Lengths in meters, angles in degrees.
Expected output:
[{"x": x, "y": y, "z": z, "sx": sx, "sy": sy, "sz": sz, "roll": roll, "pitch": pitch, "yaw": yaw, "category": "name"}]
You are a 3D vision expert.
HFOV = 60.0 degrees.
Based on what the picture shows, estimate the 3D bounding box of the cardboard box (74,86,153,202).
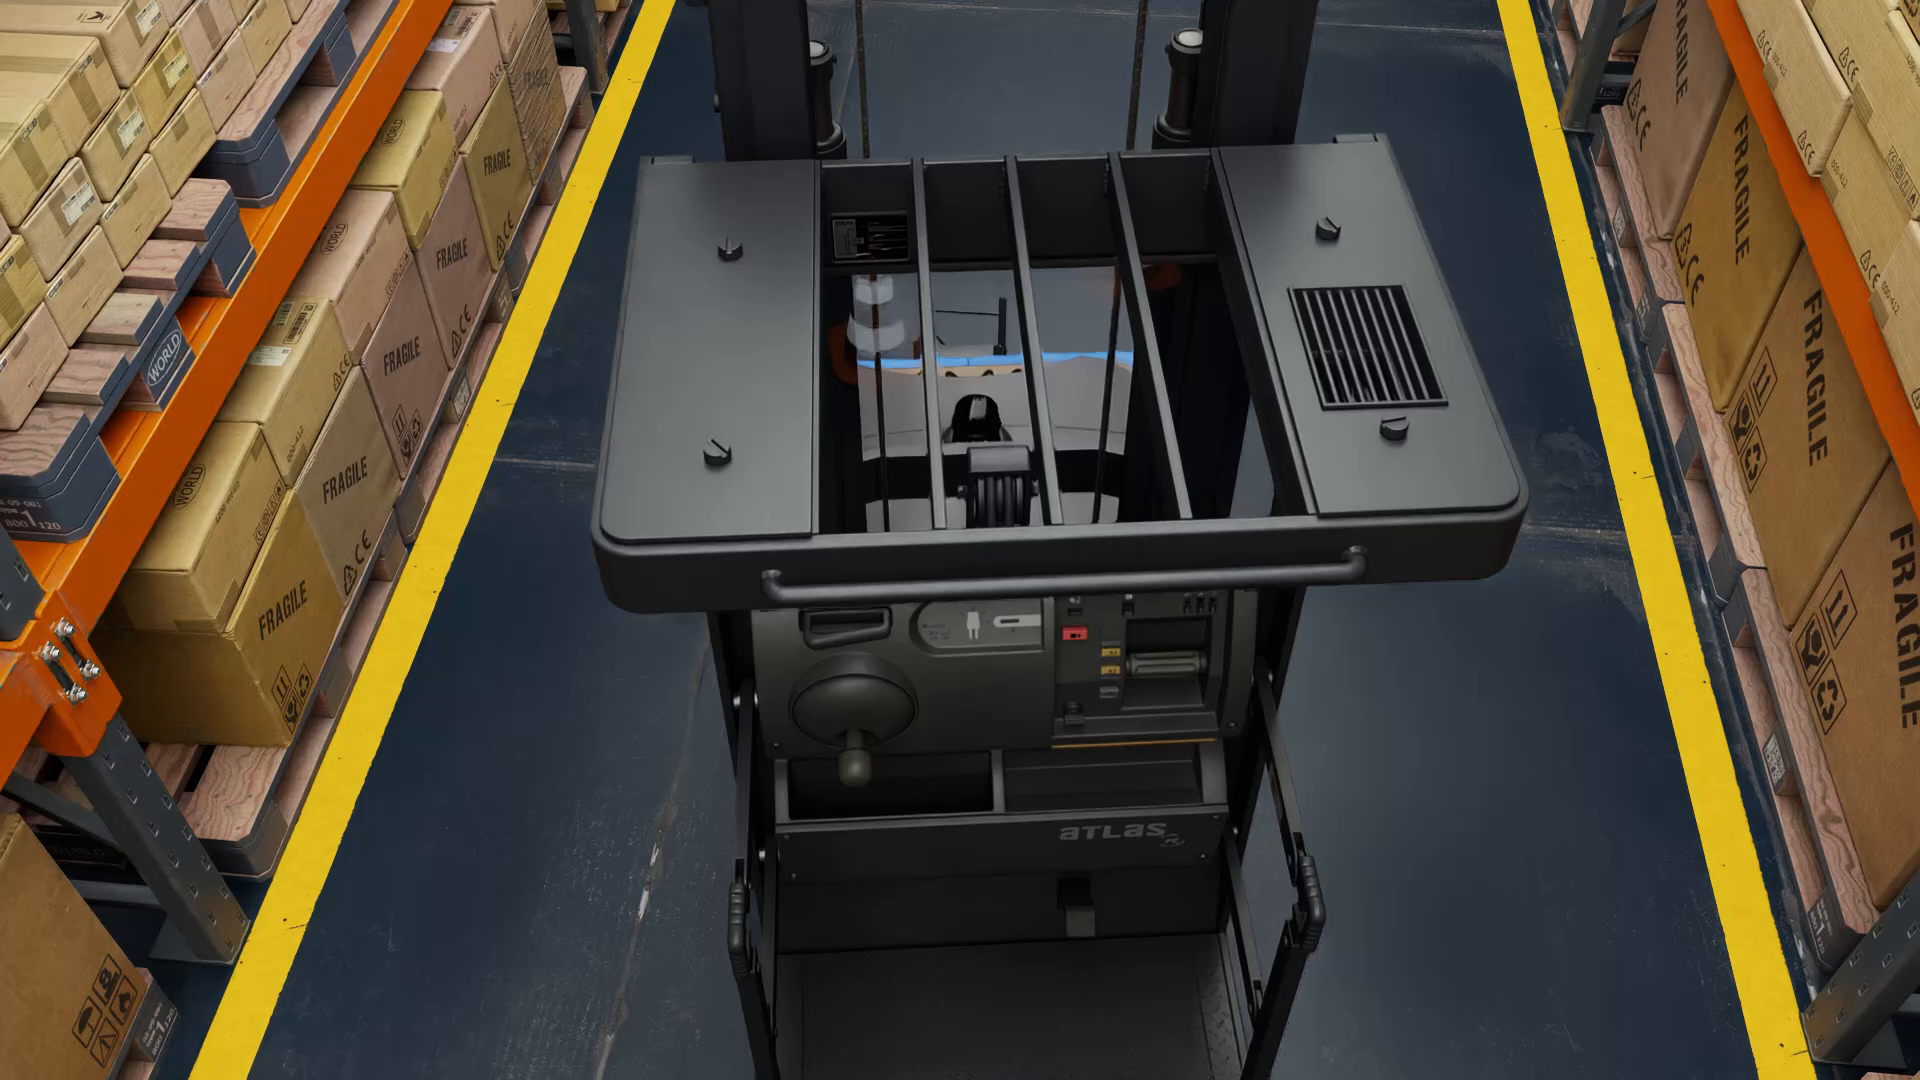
[{"x": -2.060, "y": -0.895, "z": 3.720, "sx": 0.380, "sy": 0.149, "sz": 0.250, "roll": 3, "pitch": 48, "yaw": 2, "category": "cardboard box"}]

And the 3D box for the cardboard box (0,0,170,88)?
[{"x": -2.040, "y": -1.157, "z": 3.758, "sx": 0.380, "sy": 0.149, "sz": 0.250, "roll": 2, "pitch": 48, "yaw": 2, "category": "cardboard box"}]

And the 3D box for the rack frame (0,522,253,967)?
[{"x": -2.348, "y": -0.001, "z": 3.218, "sx": 1.000, "sy": 3.000, "sz": 0.127, "roll": 4, "pitch": 48, "yaw": 4, "category": "rack frame"}]

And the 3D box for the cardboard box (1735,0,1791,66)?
[{"x": 2.544, "y": -1.569, "z": 4.754, "sx": 0.500, "sy": 0.250, "sz": 0.500, "roll": 4, "pitch": 48, "yaw": 3, "category": "cardboard box"}]

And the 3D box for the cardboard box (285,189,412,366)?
[{"x": -1.940, "y": -0.778, "z": 4.830, "sx": 0.500, "sy": 0.250, "sz": 0.500, "roll": 4, "pitch": 48, "yaw": 4, "category": "cardboard box"}]

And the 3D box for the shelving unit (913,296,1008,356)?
[{"x": 0.001, "y": -0.310, "z": 4.923, "sx": 0.258, "sy": 0.900, "sz": 0.210, "roll": 4, "pitch": 48, "yaw": 4, "category": "shelving unit"}]

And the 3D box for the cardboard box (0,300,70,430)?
[{"x": -2.106, "y": -0.373, "z": 3.444, "sx": 0.380, "sy": 0.149, "sz": 0.250, "roll": 3, "pitch": 48, "yaw": 3, "category": "cardboard box"}]

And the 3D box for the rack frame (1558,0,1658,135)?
[{"x": 2.955, "y": -2.681, "z": 5.670, "sx": 1.000, "sy": 3.000, "sz": 0.127, "roll": 4, "pitch": 48, "yaw": 4, "category": "rack frame"}]

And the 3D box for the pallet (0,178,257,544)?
[{"x": -2.389, "y": -0.467, "z": 3.774, "sx": 1.213, "sy": 0.211, "sz": 1.003, "roll": 4, "pitch": 48, "yaw": 4, "category": "pallet"}]

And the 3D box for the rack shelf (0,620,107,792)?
[{"x": -2.530, "y": 1.712, "z": 2.139, "sx": 1.077, "sy": 0.370, "sz": 4.000, "roll": 4, "pitch": 48, "yaw": 4, "category": "rack shelf"}]

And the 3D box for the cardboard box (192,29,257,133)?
[{"x": -2.013, "y": -1.162, "z": 4.166, "sx": 0.380, "sy": 0.149, "sz": 0.250, "roll": 5, "pitch": 48, "yaw": 5, "category": "cardboard box"}]

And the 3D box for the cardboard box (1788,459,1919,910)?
[{"x": 2.736, "y": 0.331, "z": 4.069, "sx": 0.875, "sy": 0.875, "sz": 0.875, "roll": 3, "pitch": 48, "yaw": 3, "category": "cardboard box"}]

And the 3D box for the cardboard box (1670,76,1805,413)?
[{"x": 2.904, "y": -0.981, "z": 5.269, "sx": 0.875, "sy": 0.875, "sz": 0.875, "roll": 5, "pitch": 48, "yaw": 5, "category": "cardboard box"}]

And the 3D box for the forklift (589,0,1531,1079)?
[{"x": 0.098, "y": 0.348, "z": 2.945, "sx": 1.130, "sy": 2.935, "sz": 3.031, "roll": -2, "pitch": 48, "yaw": -2, "category": "forklift"}]

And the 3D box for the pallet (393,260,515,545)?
[{"x": -2.162, "y": -0.528, "z": 5.590, "sx": 1.003, "sy": 0.211, "sz": 1.213, "roll": 4, "pitch": 48, "yaw": 4, "category": "pallet"}]

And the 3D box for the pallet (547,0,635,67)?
[{"x": -1.958, "y": -2.495, "z": 7.389, "sx": 1.003, "sy": 0.211, "sz": 1.213, "roll": 4, "pitch": 48, "yaw": 4, "category": "pallet"}]

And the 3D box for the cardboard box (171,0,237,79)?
[{"x": -2.014, "y": -1.264, "z": 4.057, "sx": 0.380, "sy": 0.149, "sz": 0.250, "roll": 4, "pitch": 48, "yaw": 4, "category": "cardboard box"}]

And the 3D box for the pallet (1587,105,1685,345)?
[{"x": 2.960, "y": -1.168, "z": 6.175, "sx": 1.003, "sy": 0.211, "sz": 1.213, "roll": 4, "pitch": 48, "yaw": 4, "category": "pallet"}]

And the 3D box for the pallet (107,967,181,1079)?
[{"x": -2.495, "y": 1.515, "z": 3.721, "sx": 1.003, "sy": 0.211, "sz": 1.213, "roll": 4, "pitch": 48, "yaw": 4, "category": "pallet"}]

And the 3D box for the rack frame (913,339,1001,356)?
[{"x": -0.009, "y": -0.235, "z": 4.855, "sx": 0.240, "sy": 0.900, "sz": 0.006, "roll": 4, "pitch": 48, "yaw": 4, "category": "rack frame"}]

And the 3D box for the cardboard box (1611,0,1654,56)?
[{"x": 3.119, "y": -2.412, "z": 6.875, "sx": 0.875, "sy": 0.438, "sz": 0.875, "roll": 3, "pitch": 48, "yaw": 3, "category": "cardboard box"}]

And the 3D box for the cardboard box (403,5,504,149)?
[{"x": -1.860, "y": -1.550, "z": 5.536, "sx": 0.500, "sy": 0.250, "sz": 0.500, "roll": 6, "pitch": 48, "yaw": 5, "category": "cardboard box"}]

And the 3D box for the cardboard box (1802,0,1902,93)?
[{"x": 2.498, "y": -1.369, "z": 4.232, "sx": 0.500, "sy": 0.250, "sz": 0.500, "roll": 3, "pitch": 48, "yaw": 2, "category": "cardboard box"}]

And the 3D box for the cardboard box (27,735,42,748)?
[{"x": -2.548, "y": 0.200, "z": 4.444, "sx": 0.500, "sy": 0.500, "sz": 0.500, "roll": 4, "pitch": 48, "yaw": 3, "category": "cardboard box"}]

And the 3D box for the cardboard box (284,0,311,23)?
[{"x": -1.962, "y": -1.538, "z": 4.510, "sx": 0.380, "sy": 0.149, "sz": 0.250, "roll": 2, "pitch": 48, "yaw": 2, "category": "cardboard box"}]

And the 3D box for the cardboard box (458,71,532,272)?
[{"x": -1.847, "y": -1.300, "z": 5.816, "sx": 0.500, "sy": 0.500, "sz": 0.500, "roll": 3, "pitch": 48, "yaw": 3, "category": "cardboard box"}]

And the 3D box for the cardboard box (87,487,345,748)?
[{"x": -2.030, "y": 0.199, "z": 4.445, "sx": 0.500, "sy": 0.500, "sz": 0.500, "roll": 2, "pitch": 48, "yaw": 2, "category": "cardboard box"}]

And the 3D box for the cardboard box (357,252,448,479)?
[{"x": -1.945, "y": -0.548, "z": 5.128, "sx": 0.500, "sy": 0.500, "sz": 0.500, "roll": 3, "pitch": 48, "yaw": 3, "category": "cardboard box"}]

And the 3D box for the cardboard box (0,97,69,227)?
[{"x": -2.091, "y": -0.783, "z": 3.415, "sx": 0.380, "sy": 0.149, "sz": 0.250, "roll": 3, "pitch": 48, "yaw": 2, "category": "cardboard box"}]

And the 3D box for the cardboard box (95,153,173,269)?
[{"x": -2.058, "y": -0.768, "z": 3.805, "sx": 0.380, "sy": 0.149, "sz": 0.250, "roll": 6, "pitch": 48, "yaw": 5, "category": "cardboard box"}]

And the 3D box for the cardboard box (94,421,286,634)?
[{"x": -2.044, "y": -0.042, "z": 4.157, "sx": 0.500, "sy": 0.250, "sz": 0.500, "roll": 2, "pitch": 48, "yaw": 2, "category": "cardboard box"}]

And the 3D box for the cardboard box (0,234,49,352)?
[{"x": -2.104, "y": -0.499, "z": 3.358, "sx": 0.380, "sy": 0.149, "sz": 0.250, "roll": 6, "pitch": 48, "yaw": 5, "category": "cardboard box"}]

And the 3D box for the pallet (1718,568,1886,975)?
[{"x": 2.738, "y": 0.625, "z": 4.535, "sx": 1.003, "sy": 0.211, "sz": 1.213, "roll": 4, "pitch": 48, "yaw": 4, "category": "pallet"}]

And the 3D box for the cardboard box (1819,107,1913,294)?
[{"x": 2.471, "y": -0.826, "z": 4.074, "sx": 0.500, "sy": 0.250, "sz": 0.500, "roll": 3, "pitch": 48, "yaw": 3, "category": "cardboard box"}]
